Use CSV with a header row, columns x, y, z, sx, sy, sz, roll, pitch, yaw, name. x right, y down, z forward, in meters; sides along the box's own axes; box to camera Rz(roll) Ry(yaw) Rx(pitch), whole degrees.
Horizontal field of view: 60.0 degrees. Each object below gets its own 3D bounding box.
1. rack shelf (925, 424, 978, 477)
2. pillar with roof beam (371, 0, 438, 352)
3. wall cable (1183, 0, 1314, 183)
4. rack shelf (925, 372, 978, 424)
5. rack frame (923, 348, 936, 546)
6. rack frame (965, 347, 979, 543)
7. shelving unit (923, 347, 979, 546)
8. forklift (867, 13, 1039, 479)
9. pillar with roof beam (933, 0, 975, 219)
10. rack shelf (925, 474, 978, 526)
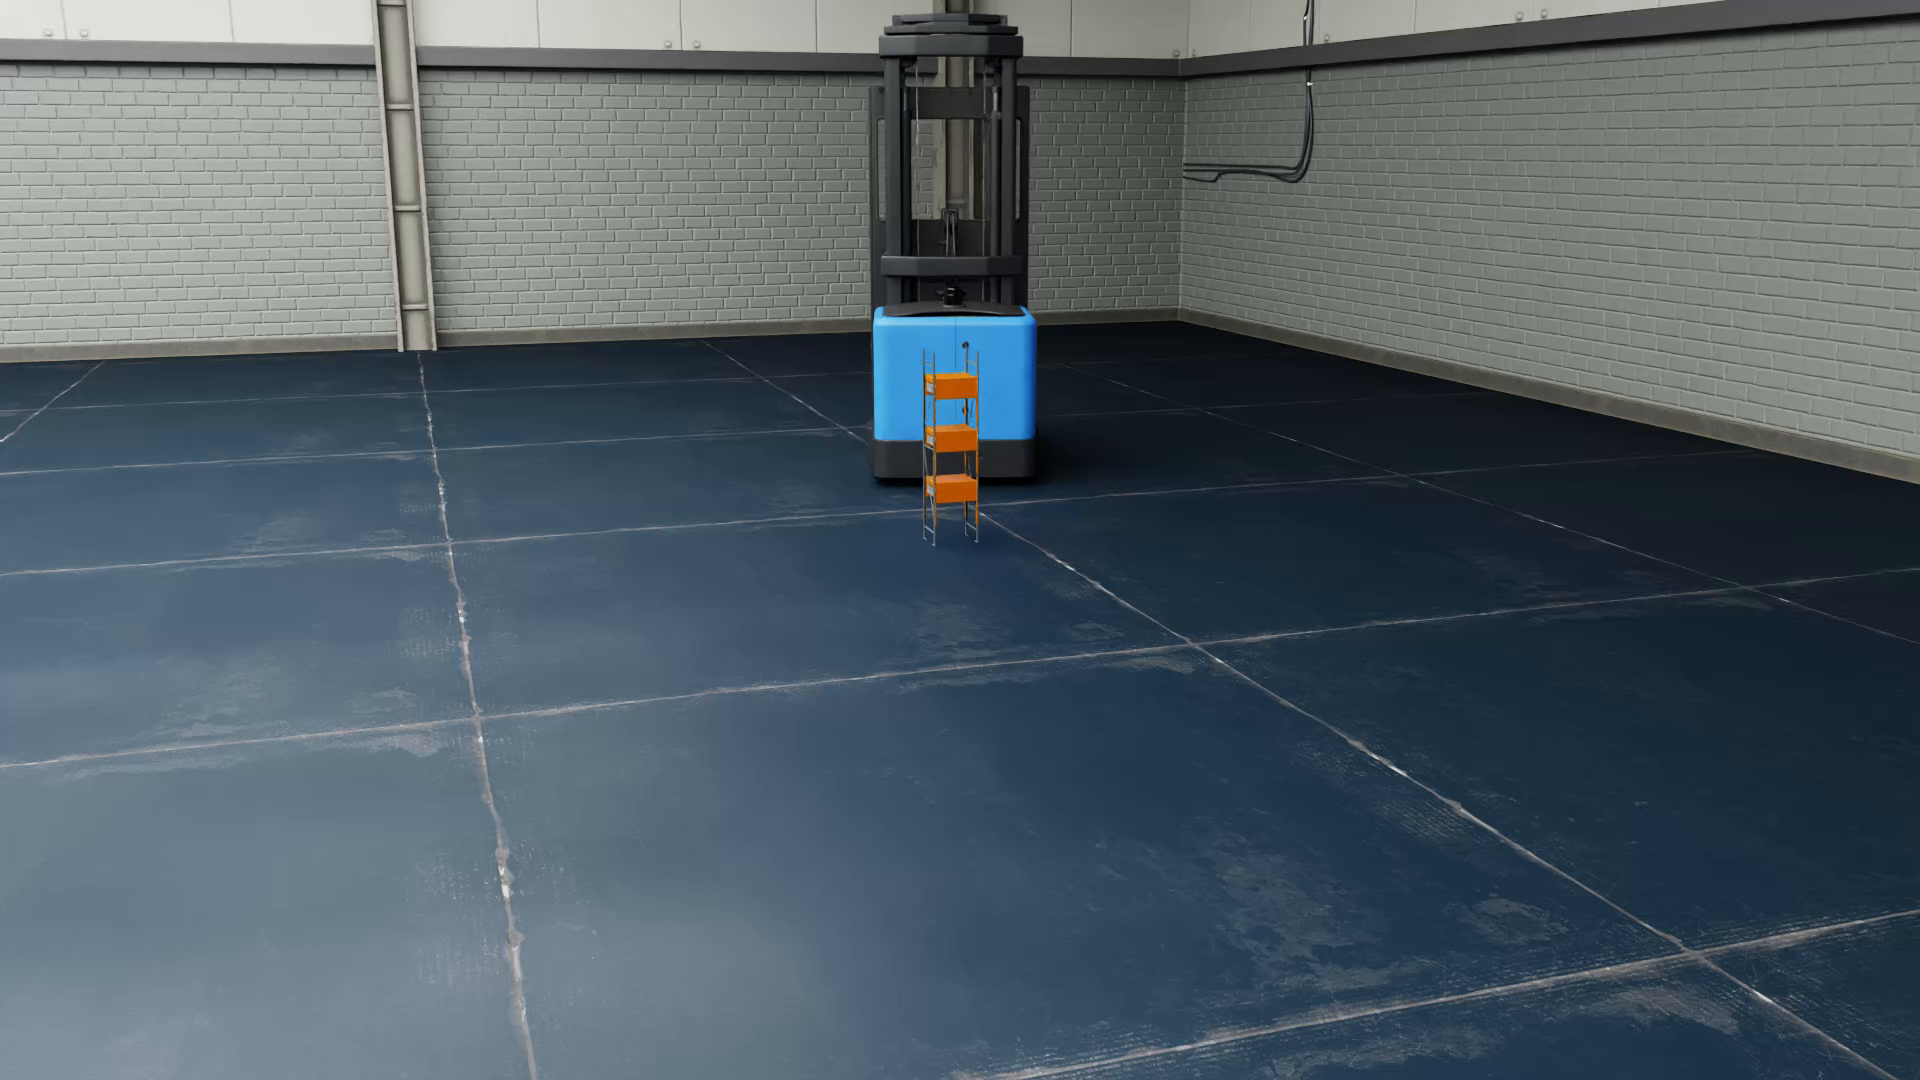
x,y,z,sx,sy,sz,roll,pitch,yaw,name
-0.051,-0.497,9.007,0.240,0.259,0.215,-4,14,-18,rack shelf
-4.387,-5.460,12.652,0.400,9.000,9.100,-4,14,-18,pillar with roof beam
3.140,-5.264,18.538,0.112,2.526,3.097,-4,14,-18,wall cable
-0.051,-0.773,8.941,0.240,0.259,0.215,-4,14,-18,rack shelf
-0.166,-0.498,8.967,0.008,1.050,0.200,-4,14,-18,rack frame
0.065,-0.516,9.043,0.008,1.050,0.200,-4,14,-18,rack frame
-0.051,-0.507,9.005,0.252,1.050,0.215,-4,14,-18,shelving unit
-0.085,-2.098,11.629,1.130,2.935,3.031,-1,13,-2,forklift
1.300,-5.903,14.514,0.400,9.000,9.100,-4,14,-18,pillar with roof beam
-0.051,-0.226,9.071,0.240,0.259,0.215,-4,14,-18,rack shelf
